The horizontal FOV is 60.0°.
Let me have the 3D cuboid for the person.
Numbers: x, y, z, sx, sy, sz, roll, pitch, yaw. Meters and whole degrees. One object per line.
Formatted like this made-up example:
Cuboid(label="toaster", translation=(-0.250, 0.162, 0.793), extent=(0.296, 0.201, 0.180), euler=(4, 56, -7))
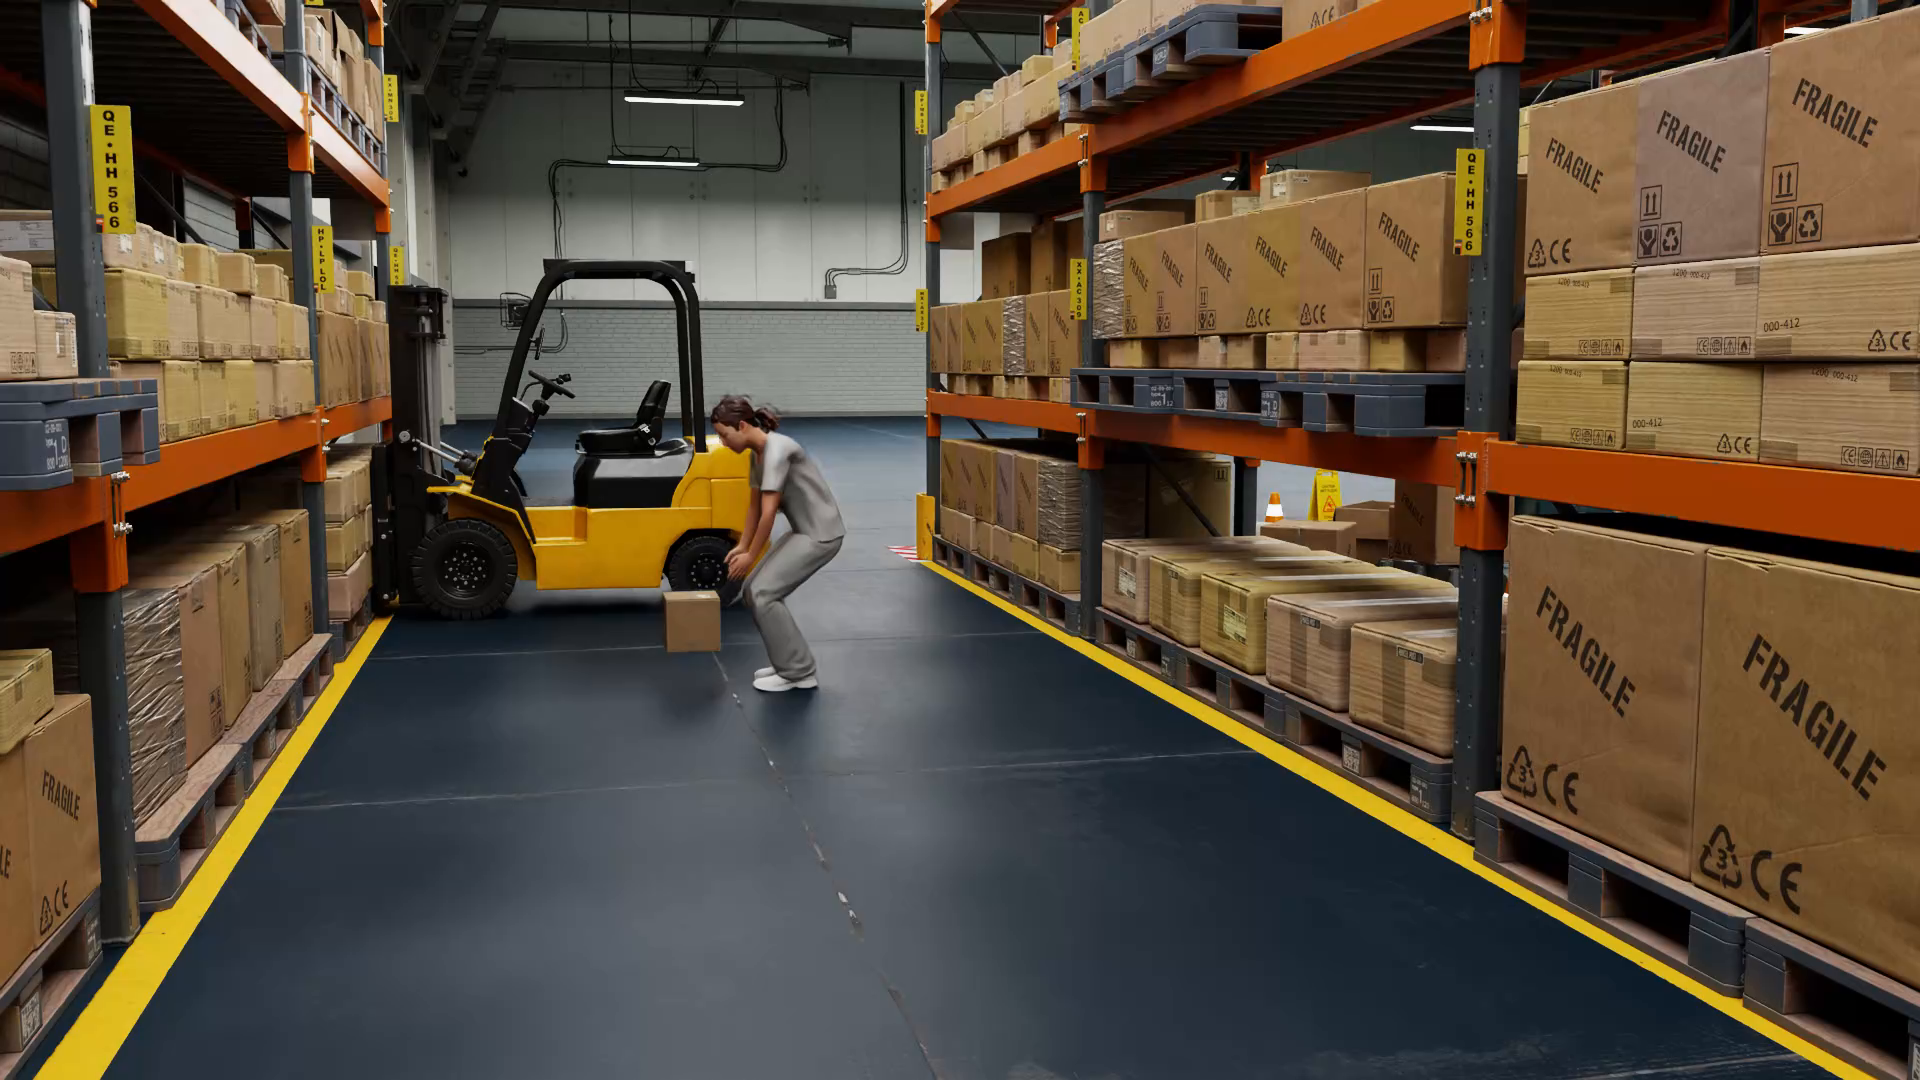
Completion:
Cuboid(label="person", translation=(-0.856, 0.012, 7.880), extent=(0.634, 1.391, 0.491), euler=(-1, 6, -13))
